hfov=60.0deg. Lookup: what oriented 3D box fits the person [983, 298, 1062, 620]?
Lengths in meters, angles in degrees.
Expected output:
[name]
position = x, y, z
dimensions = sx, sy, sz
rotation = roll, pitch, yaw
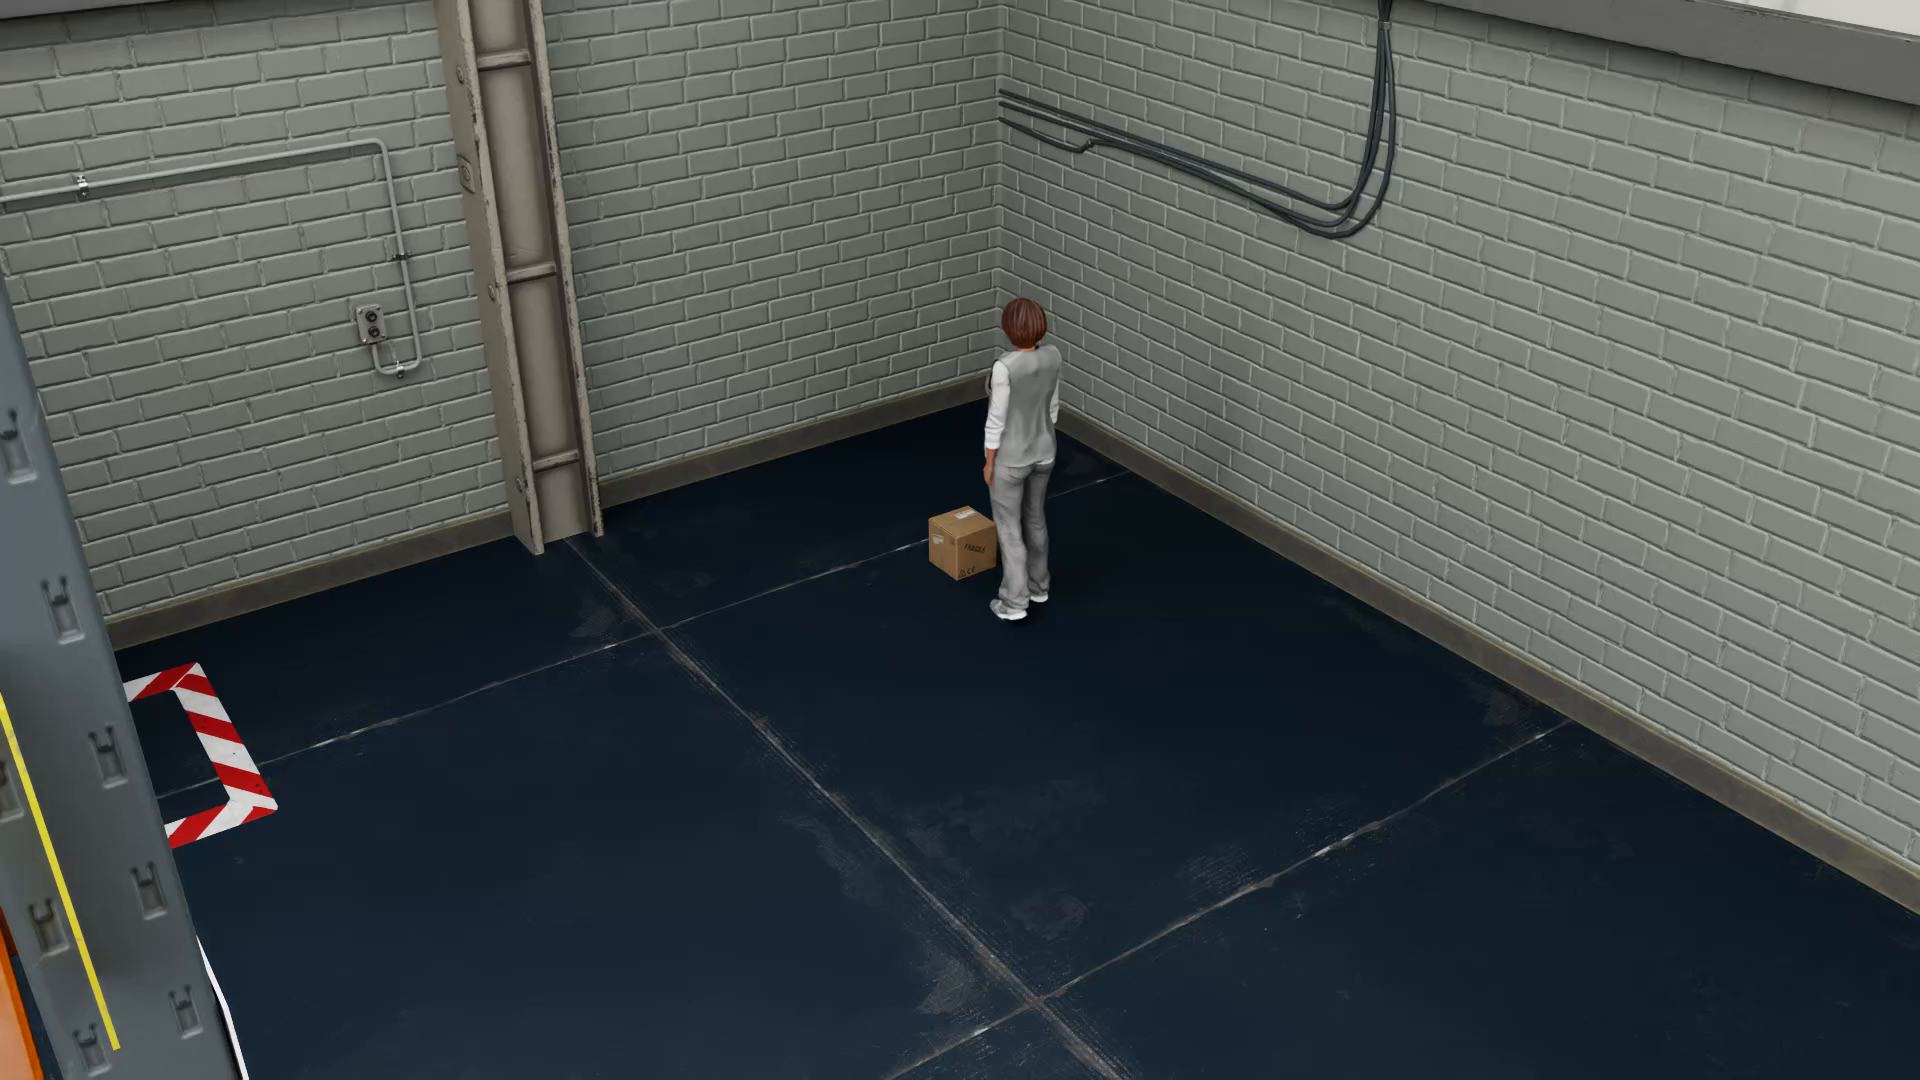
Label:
[person]
position = 0.282, -0.371, 7.836
dimensions = 0.410, 1.632, 0.371
rotation = -18, 34, -30
